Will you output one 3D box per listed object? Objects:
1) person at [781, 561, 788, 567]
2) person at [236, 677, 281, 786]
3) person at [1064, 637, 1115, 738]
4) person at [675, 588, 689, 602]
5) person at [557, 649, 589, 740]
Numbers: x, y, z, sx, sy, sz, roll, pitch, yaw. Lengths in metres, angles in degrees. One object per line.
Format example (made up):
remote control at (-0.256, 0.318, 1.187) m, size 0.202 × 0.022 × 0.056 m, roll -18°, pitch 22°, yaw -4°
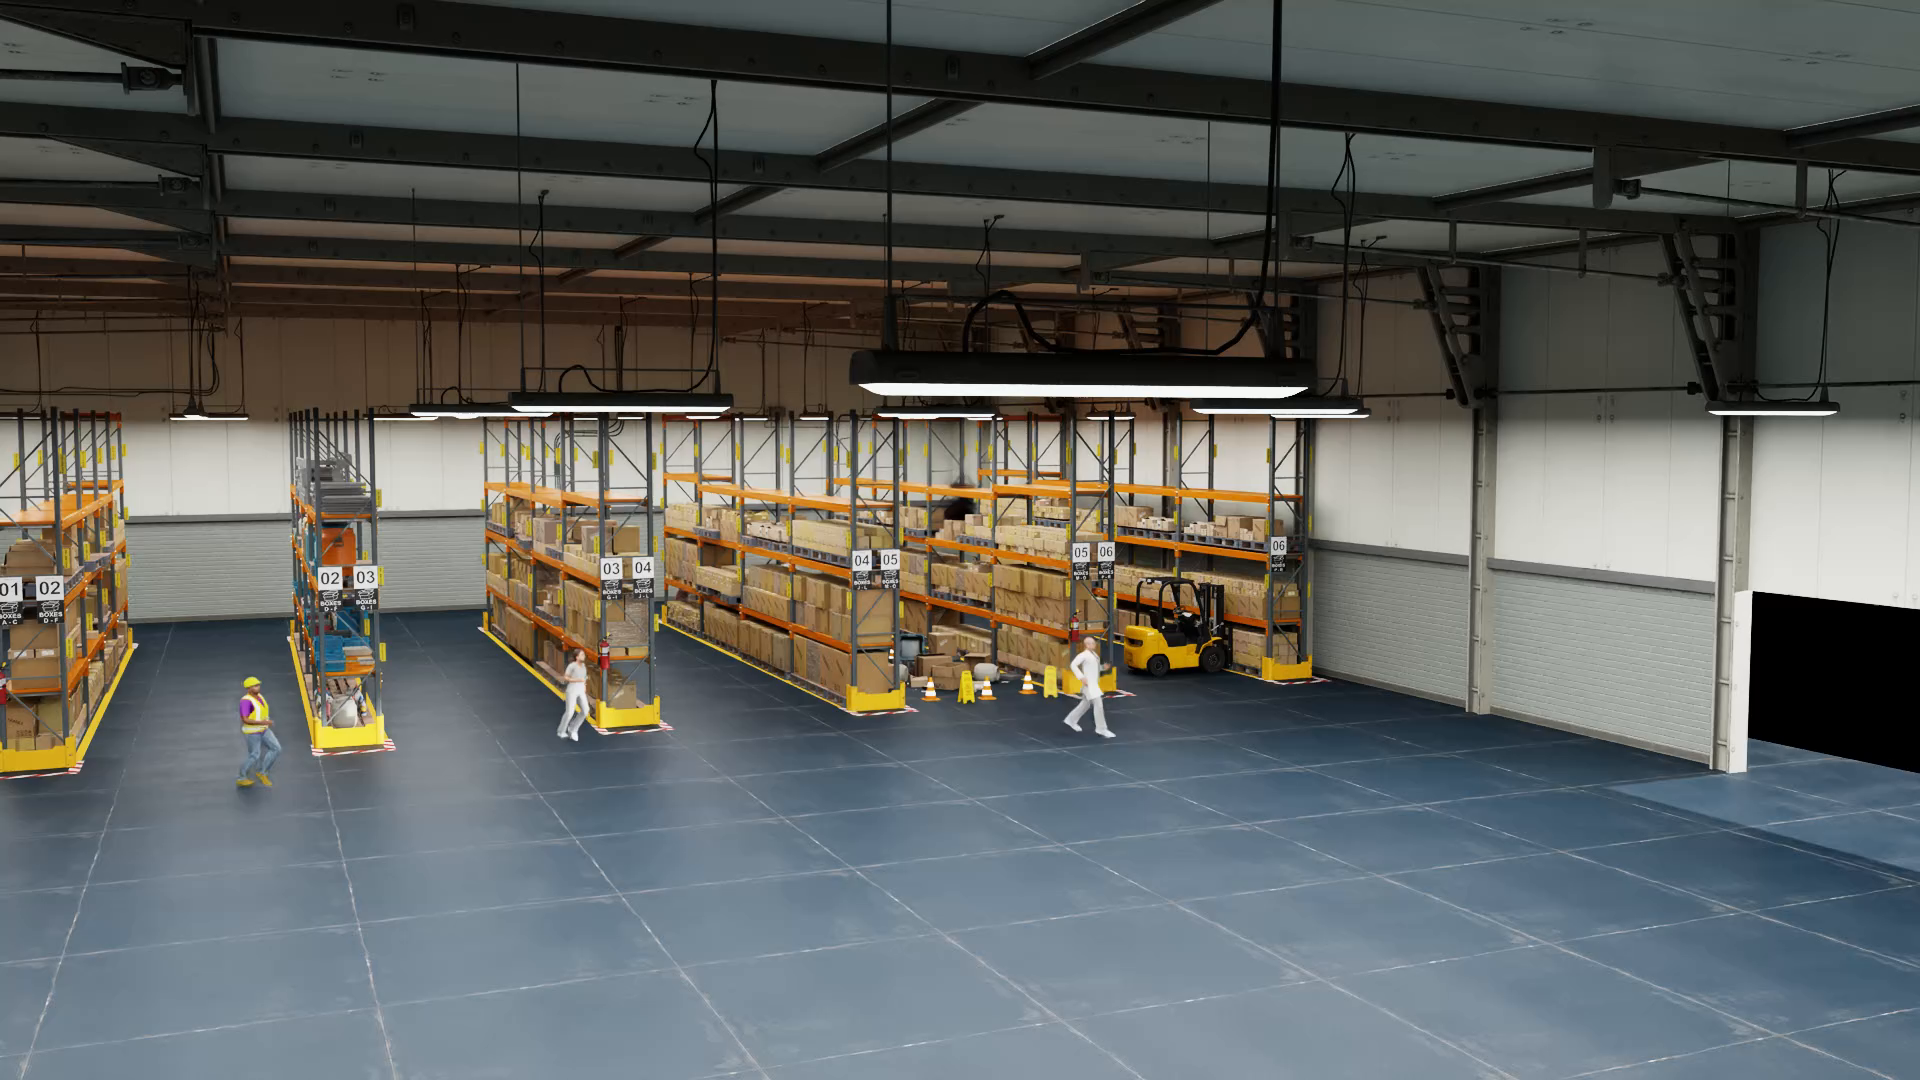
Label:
person at (-5.393, 1.320, 50.709) m, size 0.597 × 1.732 × 0.661 m, roll -2°, pitch 4°, yaw -25°
person at (-11.067, 3.027, 26.198) m, size 0.700 × 1.766 × 0.709 m, roll 1°, pitch 4°, yaw 8°
person at (2.372, 2.679, 30.426) m, size 1.006 × 1.802 × 0.689 m, roll 1°, pitch 4°, yaw 19°
person at (-8.276, 1.438, 49.437) m, size 0.894 × 1.611 × 0.632 m, roll 1°, pitch 4°, yaw 20°
person at (-6.944, 2.795, 30.224) m, size 0.640 × 1.647 × 0.575 m, roll 4°, pitch 5°, yaw 41°
